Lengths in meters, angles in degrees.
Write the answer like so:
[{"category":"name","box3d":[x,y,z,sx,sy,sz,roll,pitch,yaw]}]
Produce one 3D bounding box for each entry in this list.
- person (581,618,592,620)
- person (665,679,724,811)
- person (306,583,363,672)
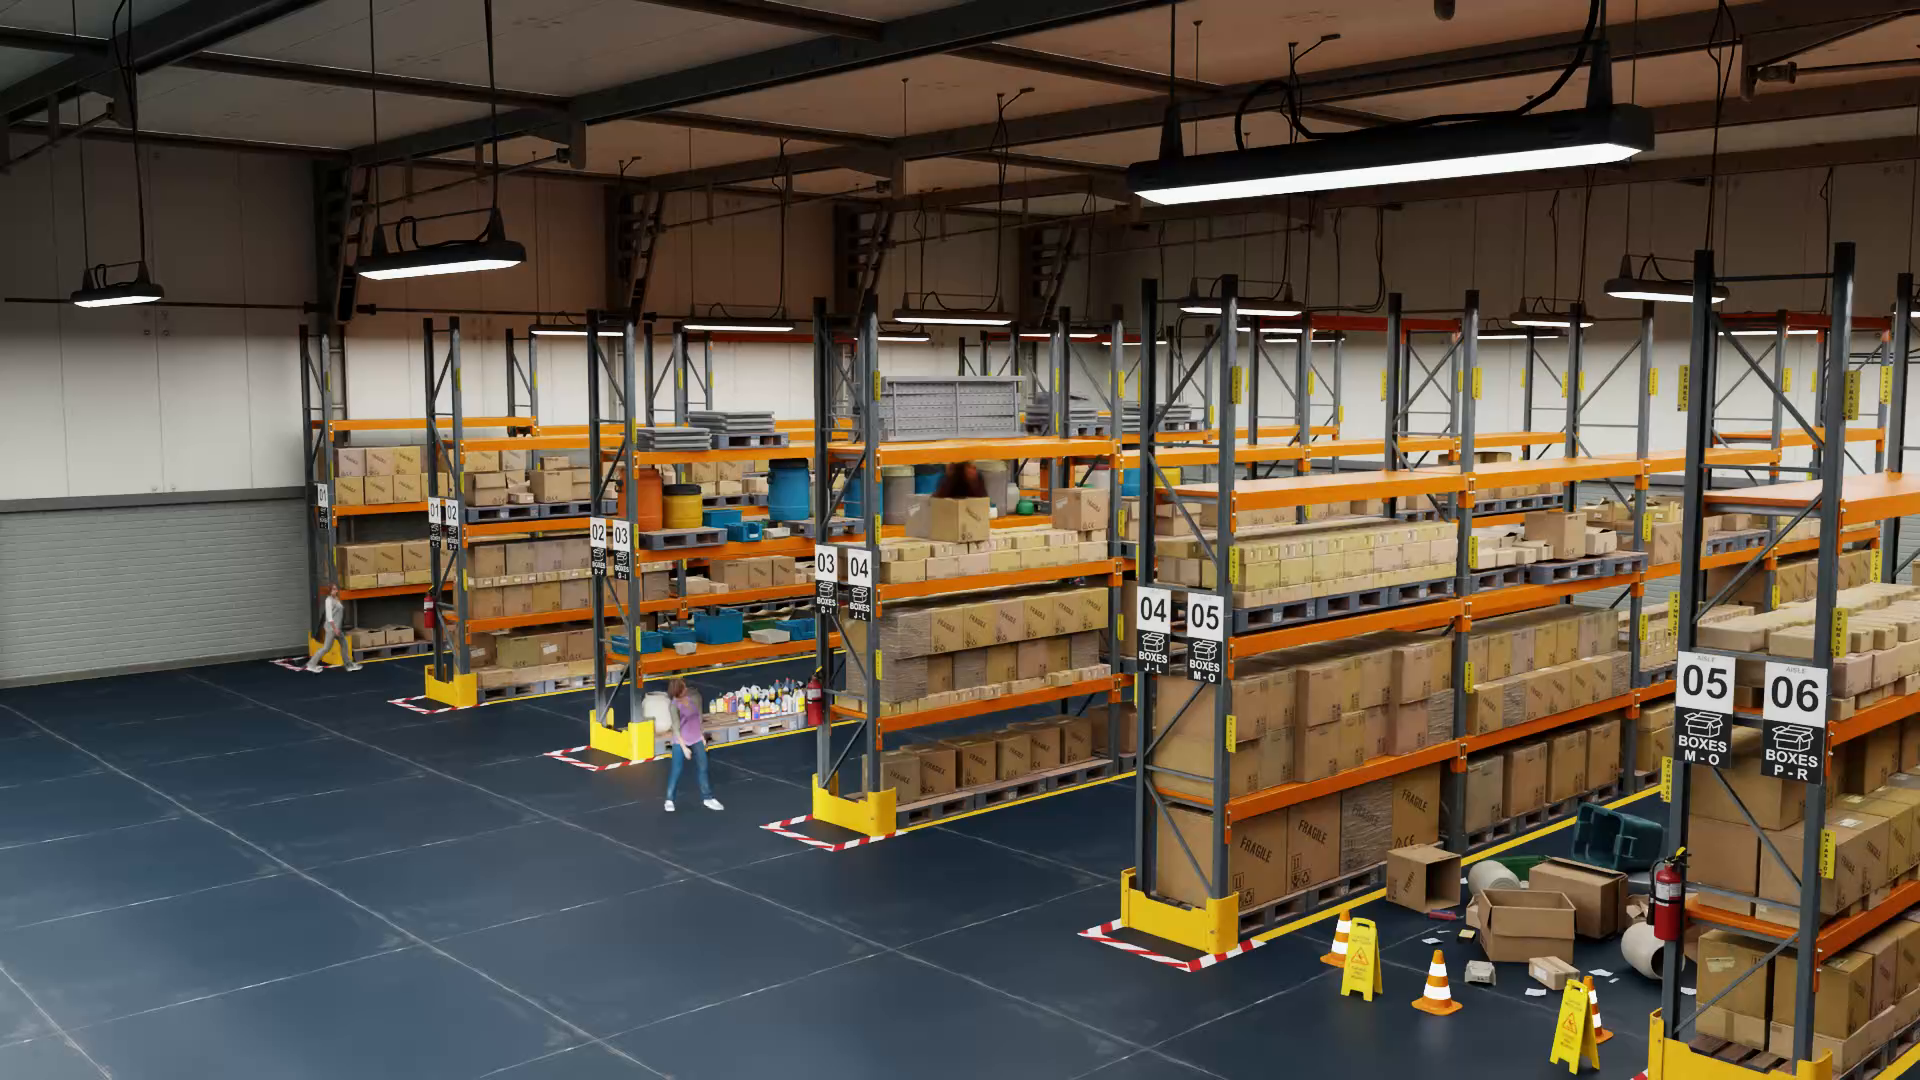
[{"category":"person","box3d":[-6.693,1.283,29.755,0.610,1.779,0.643,1,6,5]},{"category":"person","box3d":[-3.184,2.407,19.595,0.546,1.591,0.584,5,8,43]},{"category":"person","box3d":[-10.730,1.505,28.471,0.910,1.548,0.504,-2,6,-20]}]
